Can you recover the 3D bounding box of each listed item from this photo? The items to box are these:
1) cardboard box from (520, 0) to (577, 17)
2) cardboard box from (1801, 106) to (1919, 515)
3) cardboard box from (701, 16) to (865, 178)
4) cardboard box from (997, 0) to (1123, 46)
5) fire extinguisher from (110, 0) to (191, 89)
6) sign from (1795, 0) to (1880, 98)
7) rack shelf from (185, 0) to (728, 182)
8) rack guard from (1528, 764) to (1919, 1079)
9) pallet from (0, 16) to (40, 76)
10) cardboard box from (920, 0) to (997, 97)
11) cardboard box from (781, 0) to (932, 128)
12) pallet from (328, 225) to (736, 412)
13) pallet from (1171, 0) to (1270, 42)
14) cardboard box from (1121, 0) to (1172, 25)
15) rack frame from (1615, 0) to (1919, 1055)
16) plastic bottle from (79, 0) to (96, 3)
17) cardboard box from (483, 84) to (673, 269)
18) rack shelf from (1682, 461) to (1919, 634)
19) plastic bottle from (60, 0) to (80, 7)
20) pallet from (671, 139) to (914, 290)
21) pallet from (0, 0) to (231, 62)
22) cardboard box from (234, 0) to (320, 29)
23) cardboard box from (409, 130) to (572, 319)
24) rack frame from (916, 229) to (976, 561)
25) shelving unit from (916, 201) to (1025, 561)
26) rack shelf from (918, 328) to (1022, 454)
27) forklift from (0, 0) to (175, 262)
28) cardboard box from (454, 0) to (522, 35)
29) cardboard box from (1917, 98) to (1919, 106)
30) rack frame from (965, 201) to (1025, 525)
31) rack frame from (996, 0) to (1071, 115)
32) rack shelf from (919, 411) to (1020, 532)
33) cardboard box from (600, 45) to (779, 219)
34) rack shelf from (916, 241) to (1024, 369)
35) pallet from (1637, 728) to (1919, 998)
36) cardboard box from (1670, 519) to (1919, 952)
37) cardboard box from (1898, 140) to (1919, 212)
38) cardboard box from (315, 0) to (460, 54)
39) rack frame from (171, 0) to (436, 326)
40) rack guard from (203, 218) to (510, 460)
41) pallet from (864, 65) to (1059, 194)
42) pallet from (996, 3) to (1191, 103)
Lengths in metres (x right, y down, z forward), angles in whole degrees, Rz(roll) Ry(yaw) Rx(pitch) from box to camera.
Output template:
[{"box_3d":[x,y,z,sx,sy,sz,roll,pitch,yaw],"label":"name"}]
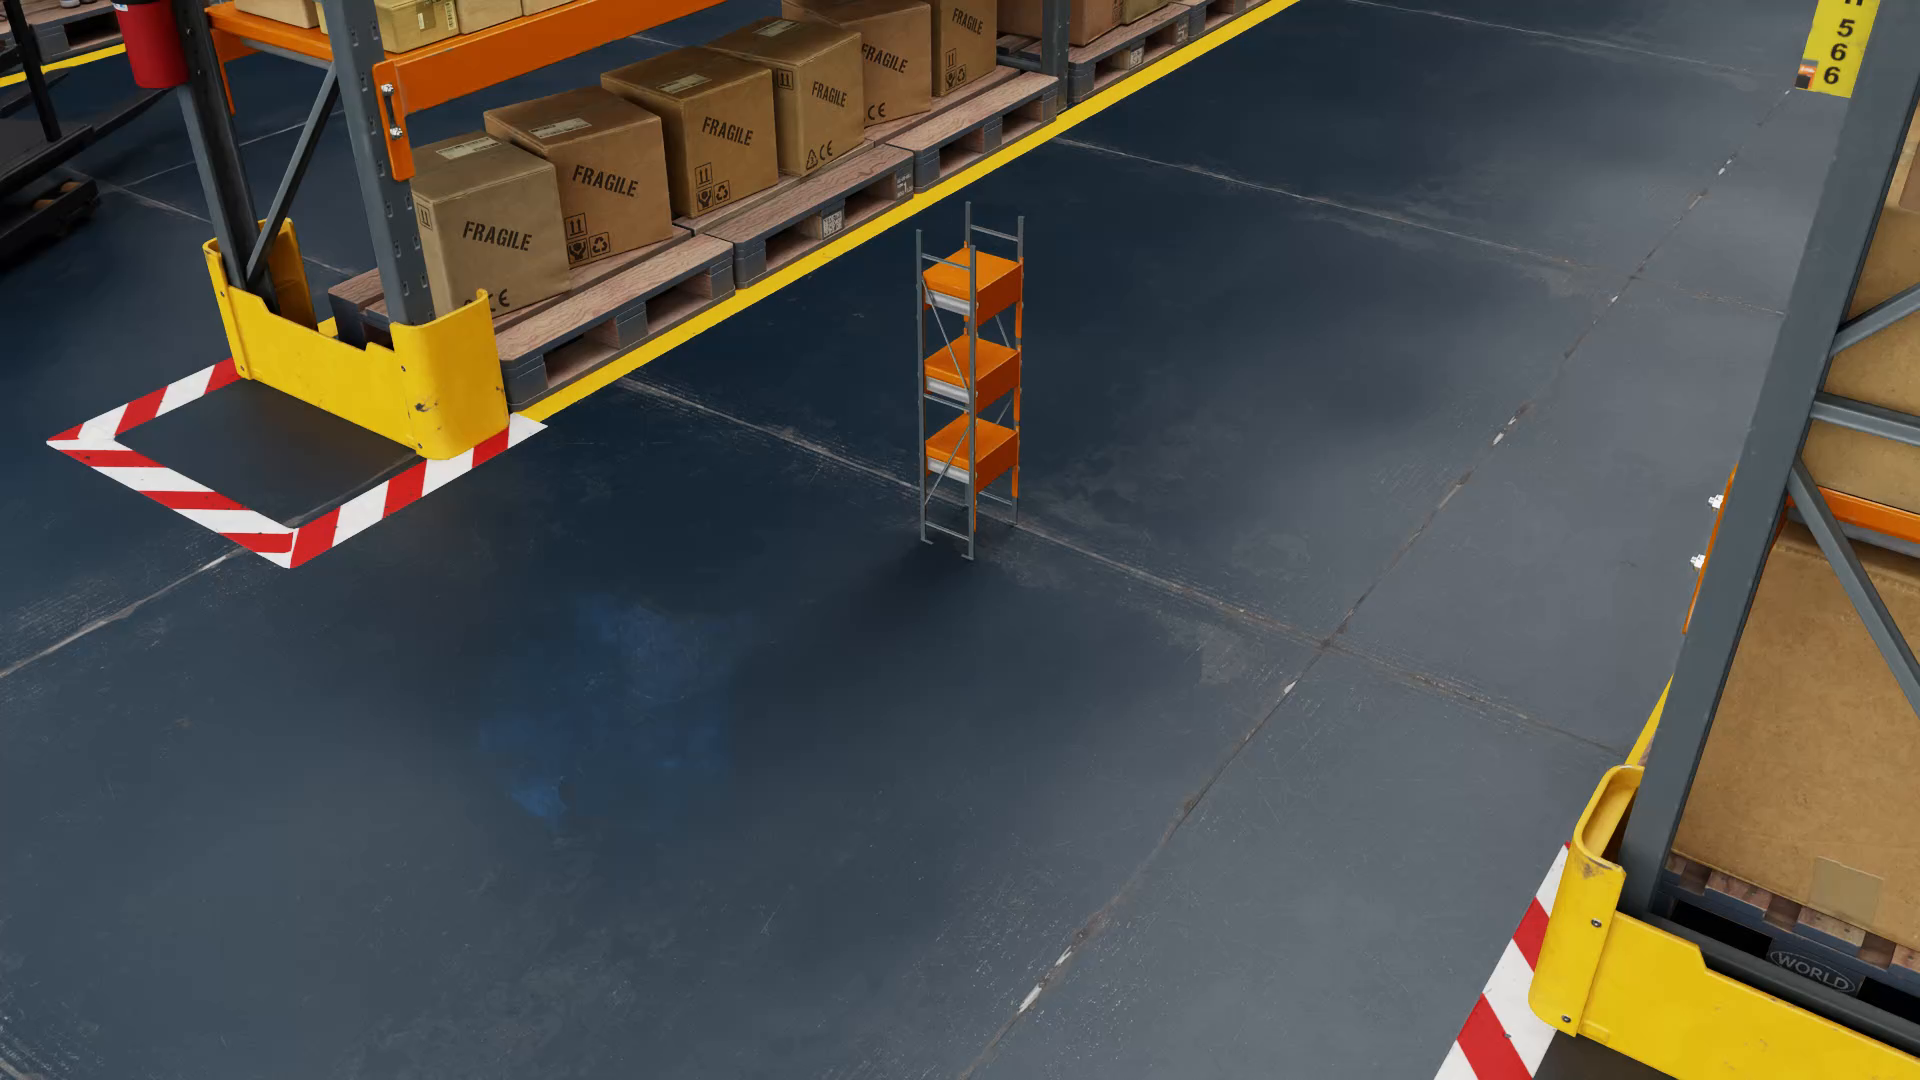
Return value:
[{"box_3d":[-1.508,-1.899,5.605,0.380,0.149,0.250,21,39,28],"label":"cardboard box"},{"box_3d":[2.012,-0.346,2.949,0.875,0.550,0.550,21,39,28],"label":"cardboard box"},{"box_3d":[-0.770,-1.960,7.327,0.500,0.500,0.500,18,38,24],"label":"cardboard box"},{"box_3d":[0.469,-2.992,8.836,0.700,0.500,0.500,18,38,25],"label":"cardboard box"},{"box_3d":[-2.624,-1.791,5.290,0.296,0.674,0.183,21,39,28],"label":"fire extinguisher"},{"box_3d":[1.399,-0.856,2.593,0.100,0.325,0.005,21,39,28],"label":"sign"},{"box_3d":[-1.039,-2.351,6.692,1.077,0.370,4.000,21,39,28],"label":"rack shelf"},{"box_3d":[1.824,0.948,3.401,1.175,0.500,0.348,21,39,28],"label":"rack guard"},{"box_3d":[-5.776,-2.578,8.874,1.003,0.211,1.213,21,39,28],"label":"pallet"},{"box_3d":[-0.160,-2.537,8.180,0.500,0.500,0.500,20,39,27],"label":"cardboard box"},{"box_3d":[-0.480,-2.271,7.787,0.500,0.500,0.500,-23,40,-30],"label":"cardboard box"},{"box_3d":[-1.644,-0.971,6.498,1.003,0.211,1.213,21,39,28],"label":"pallet"},{"box_3d":[1.239,-3.337,9.996,1.003,0.211,1.213,21,39,28],"label":"pallet"},{"box_3d":[0.756,-3.206,9.151,0.700,0.500,0.500,21,39,28],"label":"cardboard box"},{"box_3d":[1.837,-0.098,2.718,1.000,3.000,0.127,21,39,28],"label":"rack frame"},{"box_3d":[-4.900,-3.117,9.286,0.097,0.201,0.097,0,34,0],"label":"plastic bottle"},{"box_3d":[-1.497,-1.436,6.552,0.500,0.500,0.500,-25,41,-32],"label":"cardboard box"},{"box_3d":[2.978,-0.721,4.280,1.077,0.370,4.000,21,39,28],"label":"rack shelf"},{"box_3d":[-4.959,-3.098,9.196,0.097,0.271,0.097,0,34,0],"label":"plastic bottle"},{"box_3d":[-0.948,-1.531,7.325,1.003,0.211,1.213,21,39,28],"label":"pallet"},{"box_3d":[-5.080,-3.137,9.701,1.003,0.211,1.213,21,39,28],"label":"pallet"},{"box_3d":[-2.187,-1.822,5.491,0.380,0.149,0.250,21,39,28],"label":"cardboard box"},{"box_3d":[-1.810,-1.150,6.129,0.500,0.500,0.500,-29,43,-35],"label":"cardboard box"},{"box_3d":[-0.039,-0.403,4.909,0.200,1.050,0.008,21,39,28],"label":"rack frame"},{"box_3d":[0.031,-0.460,4.992,0.215,1.050,0.252,21,39,28],"label":"shelving unit"},{"box_3d":[0.031,-0.451,4.998,0.215,0.259,0.240,21,39,28],"label":"rack shelf"},{"box_3d":[-4.420,-2.532,6.377,1.130,2.935,3.031,5,34,7],"label":"forklift"},{"box_3d":[-1.663,-1.789,5.442,0.380,0.149,0.250,21,39,28],"label":"cardboard box"},{"box_3d":[2.318,-1.049,3.025,0.875,0.550,0.550,21,39,28],"label":"cardboard box"},{"box_3d":[0.100,-0.516,5.075,0.200,1.050,0.008,21,39,28],"label":"rack frame"},{"box_3d":[0.101,-3.570,7.851,1.000,3.000,0.127,21,39,28],"label":"rack frame"},{"box_3d":[0.031,-0.221,5.154,0.215,0.259,0.240,21,39,28],"label":"rack shelf"},{"box_3d":[-1.125,-1.718,6.969,0.500,0.500,0.500,25,42,32],"label":"cardboard box"},{"box_3d":[0.031,-0.686,4.839,0.215,0.259,0.240,21,39,28],"label":"rack shelf"},{"box_3d":[2.229,0.664,4.080,1.003,0.211,1.213,21,39,28],"label":"pallet"},{"box_3d":[2.170,0.275,3.688,0.875,0.875,0.875,21,40,28],"label":"cardboard box"},{"box_3d":[2.081,-0.766,2.607,0.875,0.550,0.550,21,39,28],"label":"cardboard box"},{"box_3d":[-1.821,-1.680,5.281,0.380,0.149,0.250,21,39,28],"label":"cardboard box"},{"box_3d":[-2.180,-1.729,5.129,1.000,3.000,0.127,21,39,28],"label":"rack frame"},{"box_3d":[-2.137,-0.729,5.881,1.175,0.500,0.348,21,39,28],"label":"rack guard"},{"box_3d":[-0.253,-2.094,8.159,1.003,0.211,1.213,21,39,28],"label":"pallet"},{"box_3d":[0.544,-2.773,9.163,1.003,0.211,1.213,21,39,28],"label":"pallet"}]
